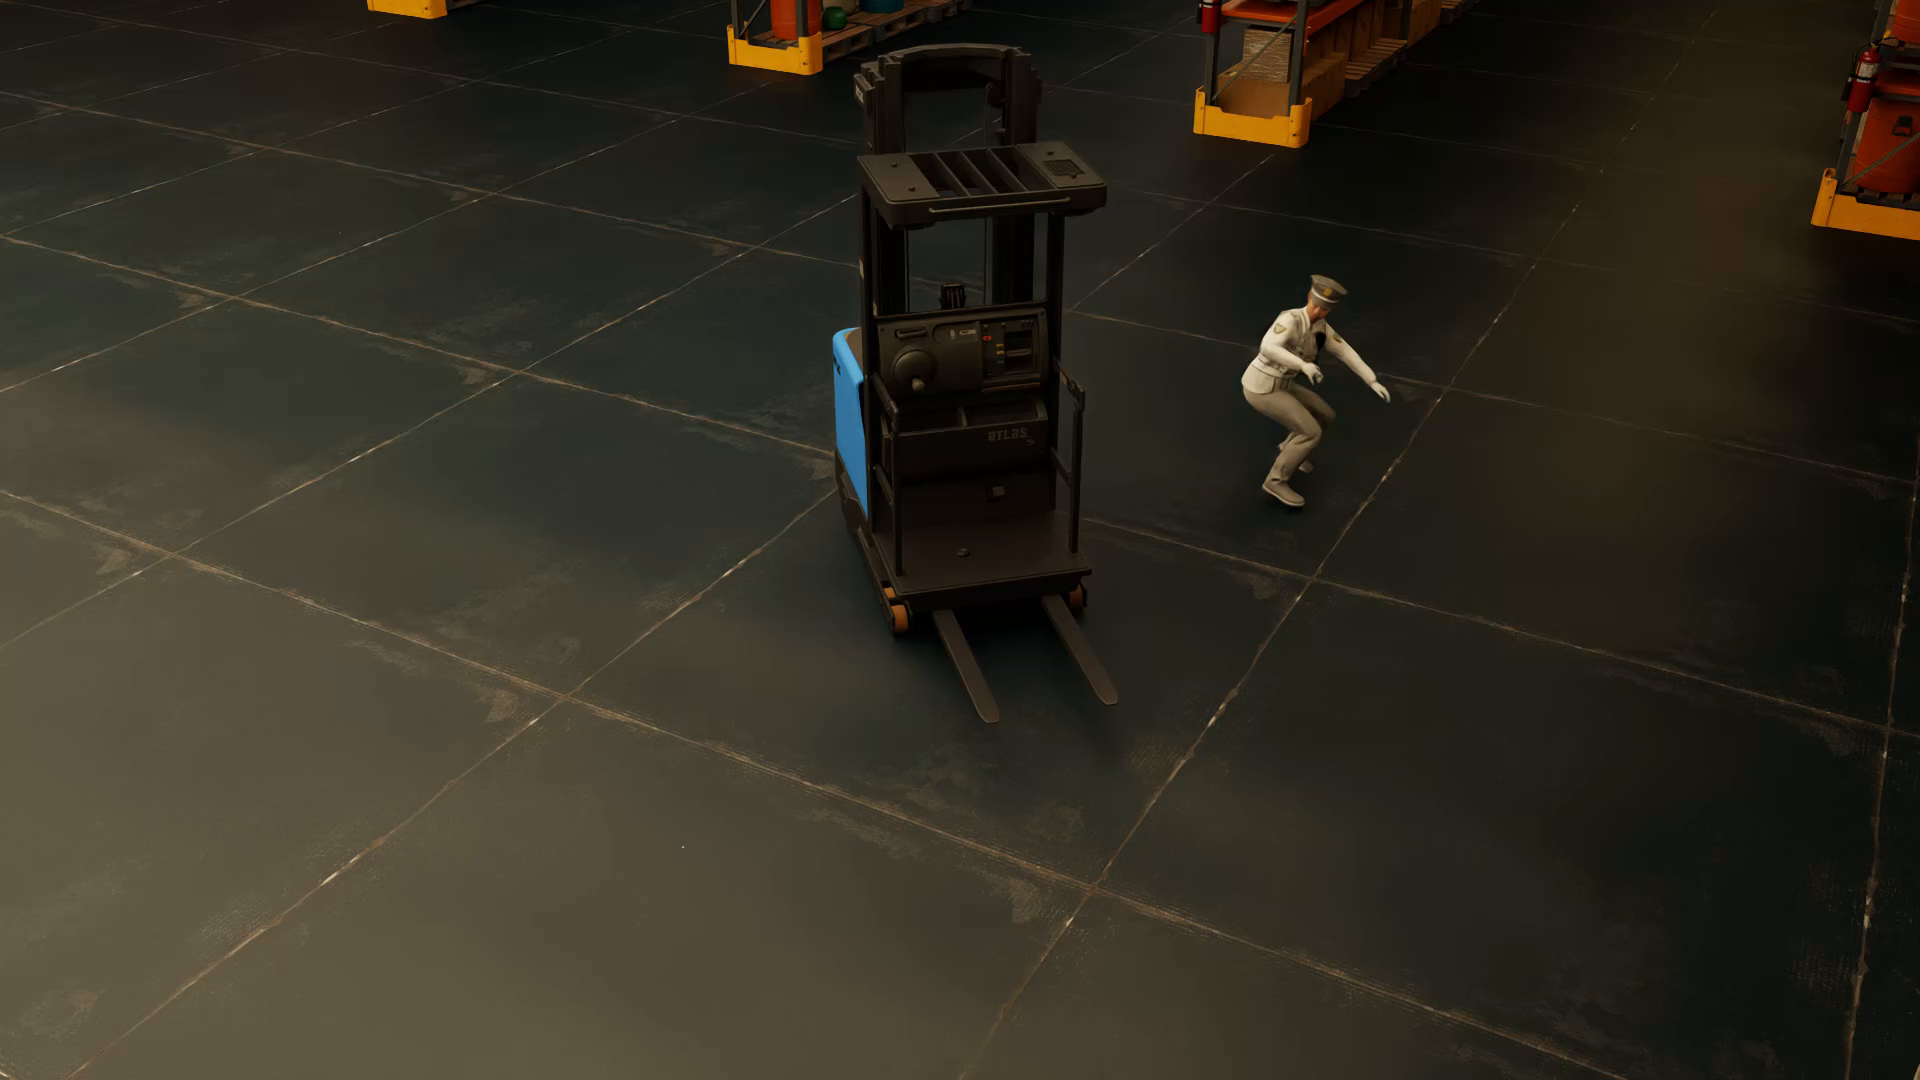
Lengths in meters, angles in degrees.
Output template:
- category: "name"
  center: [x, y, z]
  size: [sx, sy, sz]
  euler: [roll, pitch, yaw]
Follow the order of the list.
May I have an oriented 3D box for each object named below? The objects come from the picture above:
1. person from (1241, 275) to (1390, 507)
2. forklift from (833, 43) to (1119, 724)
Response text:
- category: "person"
  center: [2.144, -0.911, 10.202]
  size: [0.832, 1.429, 0.738]
  euler: [17, 34, 27]
- category: "forklift"
  center: [0.078, -0.965, 8.743]
  size: [1.130, 2.935, 3.031]
  euler: [-7, 31, -13]
